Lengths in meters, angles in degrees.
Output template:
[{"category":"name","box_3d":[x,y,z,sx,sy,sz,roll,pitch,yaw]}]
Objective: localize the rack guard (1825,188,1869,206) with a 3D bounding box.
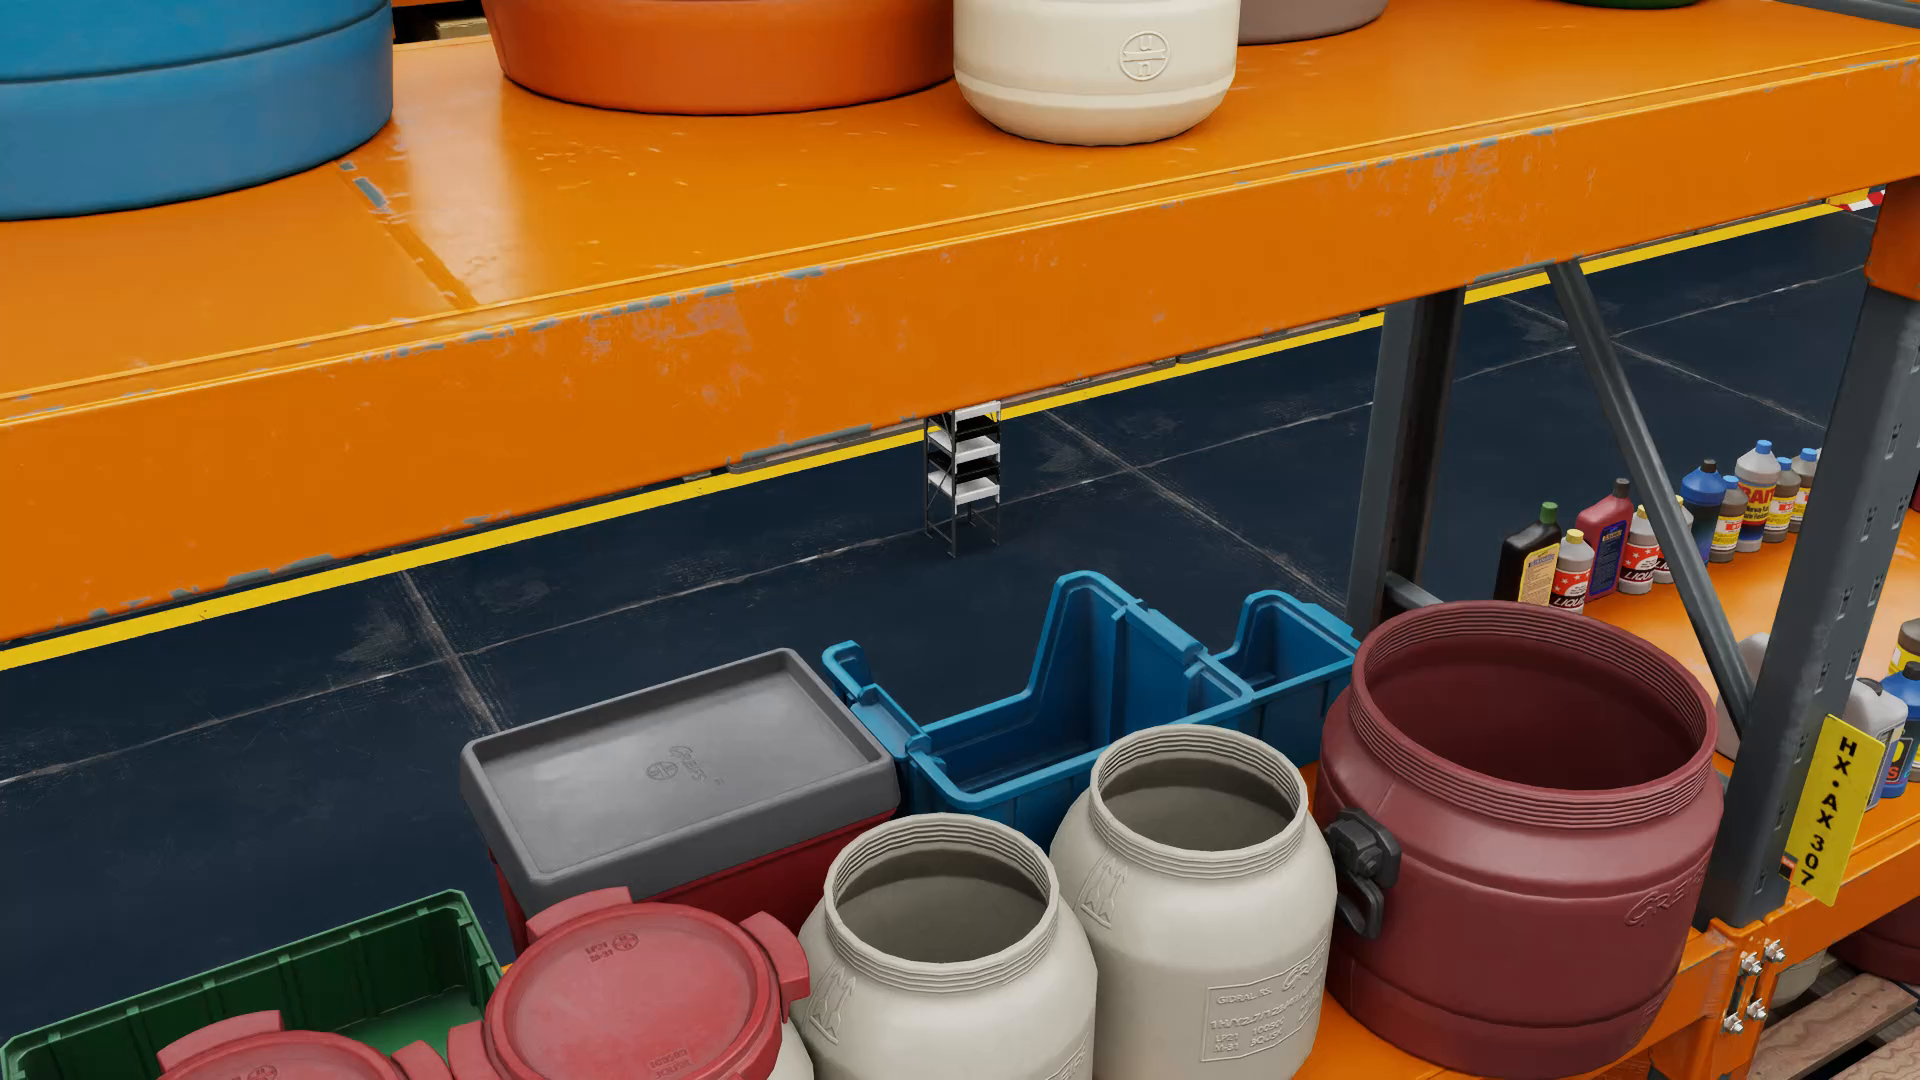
[{"category":"rack guard","box_3d":[5.443,-2.627,10.993,0.348,0.500,1.175,-16,33,-26]}]

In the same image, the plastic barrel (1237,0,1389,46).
[{"category":"plastic barrel","box_3d":[0.300,-1.139,2.087,0.600,0.901,0.600,0,29,0]}]

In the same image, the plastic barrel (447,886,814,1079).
[{"category":"plastic barrel","box_3d":[-0.389,0.774,2.102,0.433,0.535,0.433,0,29,0]}]

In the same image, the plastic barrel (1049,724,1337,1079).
[{"category":"plastic barrel","box_3d":[0.339,0.575,2.489,0.421,0.512,0.421,0,29,0]}]

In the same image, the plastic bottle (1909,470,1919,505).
[{"category":"plastic bottle","box_3d":[2.394,-0.274,4.193,0.185,0.351,0.144,-16,33,-26]}]

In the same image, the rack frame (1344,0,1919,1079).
[{"category":"rack frame","box_3d":[1.118,0.283,3.133,0.127,3.000,1.000,-16,33,-26]}]

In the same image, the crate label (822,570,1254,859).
[{"category":"crate label","box_3d":[0.124,0.398,2.888,0.616,0.435,0.502,-16,33,-26]}]

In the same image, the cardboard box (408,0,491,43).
[{"category":"cardboard box","box_3d":[-3.201,-3.212,11.257,0.750,0.750,0.750,-16,33,-27]}]

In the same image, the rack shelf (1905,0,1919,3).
[{"category":"rack shelf","box_3d":[2.842,-1.205,3.469,4.000,0.370,1.077,-16,33,-26]}]

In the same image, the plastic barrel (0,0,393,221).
[{"category":"plastic barrel","box_3d":[-0.875,-0.806,1.483,0.708,0.901,0.600,-16,33,-26]}]

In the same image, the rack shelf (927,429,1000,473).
[{"category":"rack shelf","box_3d":[0.007,-0.367,6.552,0.200,0.077,0.258,-16,33,-26]}]

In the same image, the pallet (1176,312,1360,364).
[{"category":"pallet","box_3d":[1.378,-1.325,8.933,1.213,0.211,1.003,-16,33,-26]}]

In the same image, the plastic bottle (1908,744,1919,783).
[{"category":"plastic bottle","box_3d":[1.852,0.358,3.203,0.097,0.201,0.097,0,29,0]}]

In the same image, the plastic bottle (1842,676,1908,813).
[{"category":"plastic bottle","box_3d":[1.655,0.366,3.111,0.135,0.276,0.152,-16,33,-26]}]

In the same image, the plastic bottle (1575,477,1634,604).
[{"category":"plastic bottle","box_3d":[1.449,0.001,3.765,0.133,0.283,0.061,-16,33,-26]}]

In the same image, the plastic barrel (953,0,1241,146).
[{"category":"plastic barrel","box_3d":[0.140,-0.561,1.702,0.301,0.262,0.301,0,29,0]}]

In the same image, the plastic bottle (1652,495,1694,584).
[{"category":"plastic bottle","box_3d":[1.642,-0.008,3.866,0.097,0.201,0.097,0,29,0]}]

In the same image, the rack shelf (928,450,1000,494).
[{"category":"rack shelf","box_3d":[0.007,-0.288,6.596,0.200,0.077,0.258,-16,33,-26]}]

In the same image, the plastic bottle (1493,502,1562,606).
[{"category":"plastic bottle","box_3d":[1.250,0.057,3.663,0.133,0.283,0.061,-16,33,-26]}]

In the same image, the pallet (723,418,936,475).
[{"category":"pallet","box_3d":[-0.726,-0.728,7.850,1.213,0.211,1.003,-16,33,-26]}]

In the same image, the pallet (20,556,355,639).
[{"category":"pallet","box_3d":[-3.169,-0.079,6.674,1.213,0.211,1.003,-16,33,-26]}]

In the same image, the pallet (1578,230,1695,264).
[{"category":"pallet","box_3d":[3.706,-2.008,10.171,1.213,0.211,1.003,-16,33,-26]}]

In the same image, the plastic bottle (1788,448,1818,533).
[{"category":"plastic bottle","box_3d":[2.062,-0.127,4.082,0.097,0.201,0.097,0,29,0]}]

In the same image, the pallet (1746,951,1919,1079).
[{"category":"pallet","box_3d":[1.776,1.293,4.188,1.213,0.211,1.003,-16,33,-26]}]

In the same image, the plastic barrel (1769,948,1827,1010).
[{"category":"plastic barrel","box_3d":[1.972,0.886,4.181,0.421,0.512,0.421,0,29,0]}]

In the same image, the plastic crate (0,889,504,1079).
[{"category":"plastic crate","box_3d":[-0.972,0.811,2.396,0.662,0.188,0.450,-16,33,-26]}]

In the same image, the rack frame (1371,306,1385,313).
[{"category":"rack frame","box_3d":[2.060,-2.761,8.648,0.127,3.000,1.000,-16,33,-26]}]

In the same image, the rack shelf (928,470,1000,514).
[{"category":"rack shelf","box_3d":[0.007,-0.209,6.639,0.200,0.077,0.258,-16,33,-26]}]

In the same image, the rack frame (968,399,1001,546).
[{"category":"rack frame","box_3d":[0.095,-0.421,6.581,0.006,0.900,0.240,-16,33,-26]}]

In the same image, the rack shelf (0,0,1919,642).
[{"category":"rack shelf","box_3d":[-0.607,-0.226,1.695,4.000,0.370,1.077,-16,33,-26]}]

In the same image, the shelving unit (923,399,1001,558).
[{"category":"shelving unit","box_3d":[0.007,-0.396,6.536,0.210,0.900,0.258,-16,33,-26]}]

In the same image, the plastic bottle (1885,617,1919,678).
[{"category":"plastic bottle","box_3d":[1.974,0.238,3.420,0.097,0.201,0.097,0,29,0]}]

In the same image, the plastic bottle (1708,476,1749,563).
[{"category":"plastic bottle","box_3d":[1.810,-0.056,3.952,0.097,0.201,0.097,0,29,0]}]
